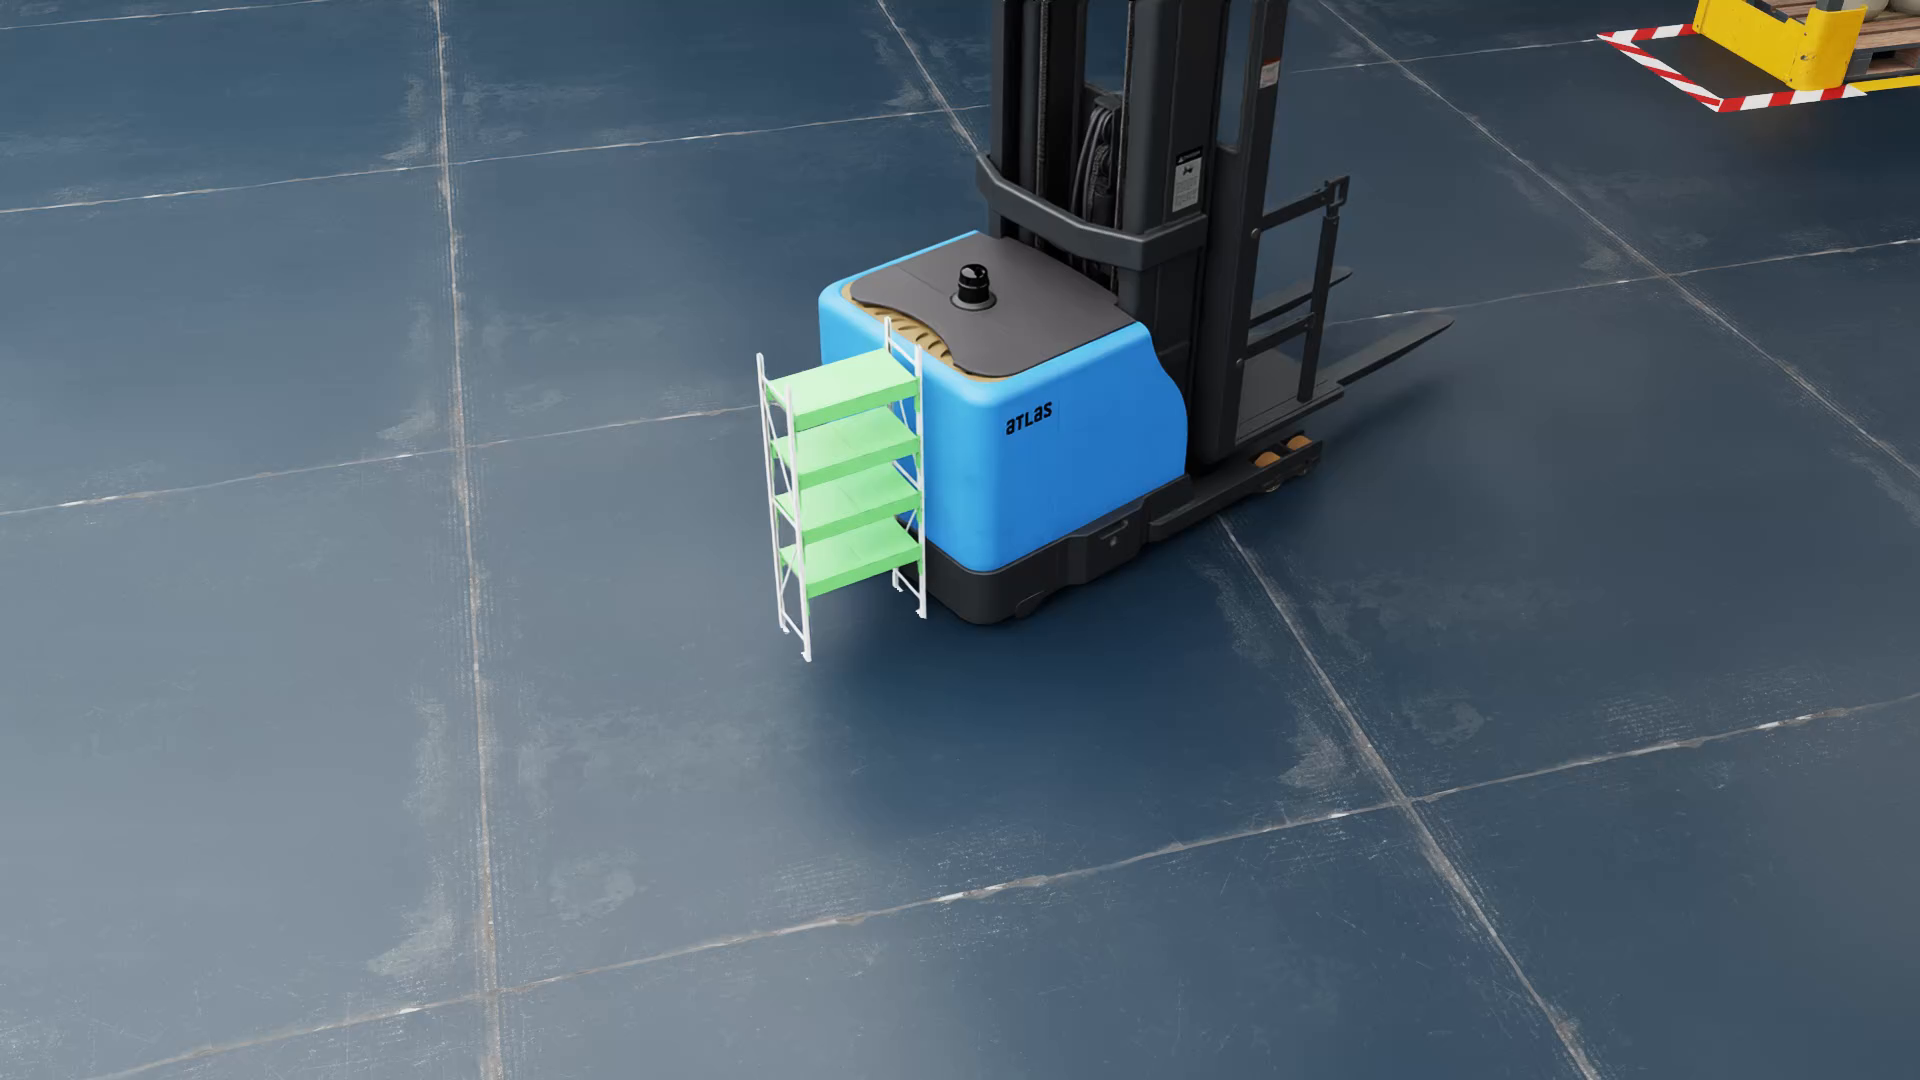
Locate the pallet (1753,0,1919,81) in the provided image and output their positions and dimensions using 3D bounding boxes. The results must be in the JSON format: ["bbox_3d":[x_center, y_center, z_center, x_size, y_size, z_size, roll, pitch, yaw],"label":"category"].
[{"bbox_3d":[6.056,-3.385,11.001,1.213,0.211,1.003,-9,38,-12],"label":"pallet"}]

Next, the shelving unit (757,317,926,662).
[{"bbox_3d":[-0.407,-0.163,5.975,0.503,1.200,0.258,-20,42,-24],"label":"shelving unit"}]

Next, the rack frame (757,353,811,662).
[{"bbox_3d":[-0.618,-0.088,5.877,0.015,1.200,0.240,-20,42,-24],"label":"rack frame"}]

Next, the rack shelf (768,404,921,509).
[{"bbox_3d":[-0.407,-0.302,5.868,0.480,0.148,0.258,-20,42,-24],"label":"rack shelf"}]

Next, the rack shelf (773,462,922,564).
[{"bbox_3d":[-0.407,-0.112,6.014,0.480,0.148,0.258,-20,42,-24],"label":"rack shelf"}]

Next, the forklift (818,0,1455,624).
[{"bbox_3d":[0.916,-1.592,6.419,3.031,2.935,1.130,-26,45,-30],"label":"forklift"}]

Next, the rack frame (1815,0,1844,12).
[{"bbox_3d":[5.209,-4.327,9.938,0.127,3.000,1.000,-9,38,-12],"label":"rack frame"}]

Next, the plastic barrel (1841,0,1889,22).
[{"bbox_3d":[5.825,-3.655,10.761,0.421,0.512,0.421,0,37,0],"label":"plastic barrel"}]

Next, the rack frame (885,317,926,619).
[{"bbox_3d":[-0.196,-0.237,6.073,0.015,1.200,0.240,-20,42,-24],"label":"rack frame"}]

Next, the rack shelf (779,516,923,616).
[{"bbox_3d":[-0.407,0.079,6.160,0.480,0.148,0.258,-20,42,-24],"label":"rack shelf"}]

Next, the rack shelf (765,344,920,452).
[{"bbox_3d":[-0.407,-0.493,5.722,0.480,0.148,0.258,-20,42,-24],"label":"rack shelf"}]

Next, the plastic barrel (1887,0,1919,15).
[{"bbox_3d":[6.309,-3.734,10.865,0.421,0.512,0.421,0,37,0],"label":"plastic barrel"}]

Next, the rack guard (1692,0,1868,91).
[{"bbox_3d":[5.271,-3.374,10.749,0.348,0.500,1.175,-9,38,-12],"label":"rack guard"}]
